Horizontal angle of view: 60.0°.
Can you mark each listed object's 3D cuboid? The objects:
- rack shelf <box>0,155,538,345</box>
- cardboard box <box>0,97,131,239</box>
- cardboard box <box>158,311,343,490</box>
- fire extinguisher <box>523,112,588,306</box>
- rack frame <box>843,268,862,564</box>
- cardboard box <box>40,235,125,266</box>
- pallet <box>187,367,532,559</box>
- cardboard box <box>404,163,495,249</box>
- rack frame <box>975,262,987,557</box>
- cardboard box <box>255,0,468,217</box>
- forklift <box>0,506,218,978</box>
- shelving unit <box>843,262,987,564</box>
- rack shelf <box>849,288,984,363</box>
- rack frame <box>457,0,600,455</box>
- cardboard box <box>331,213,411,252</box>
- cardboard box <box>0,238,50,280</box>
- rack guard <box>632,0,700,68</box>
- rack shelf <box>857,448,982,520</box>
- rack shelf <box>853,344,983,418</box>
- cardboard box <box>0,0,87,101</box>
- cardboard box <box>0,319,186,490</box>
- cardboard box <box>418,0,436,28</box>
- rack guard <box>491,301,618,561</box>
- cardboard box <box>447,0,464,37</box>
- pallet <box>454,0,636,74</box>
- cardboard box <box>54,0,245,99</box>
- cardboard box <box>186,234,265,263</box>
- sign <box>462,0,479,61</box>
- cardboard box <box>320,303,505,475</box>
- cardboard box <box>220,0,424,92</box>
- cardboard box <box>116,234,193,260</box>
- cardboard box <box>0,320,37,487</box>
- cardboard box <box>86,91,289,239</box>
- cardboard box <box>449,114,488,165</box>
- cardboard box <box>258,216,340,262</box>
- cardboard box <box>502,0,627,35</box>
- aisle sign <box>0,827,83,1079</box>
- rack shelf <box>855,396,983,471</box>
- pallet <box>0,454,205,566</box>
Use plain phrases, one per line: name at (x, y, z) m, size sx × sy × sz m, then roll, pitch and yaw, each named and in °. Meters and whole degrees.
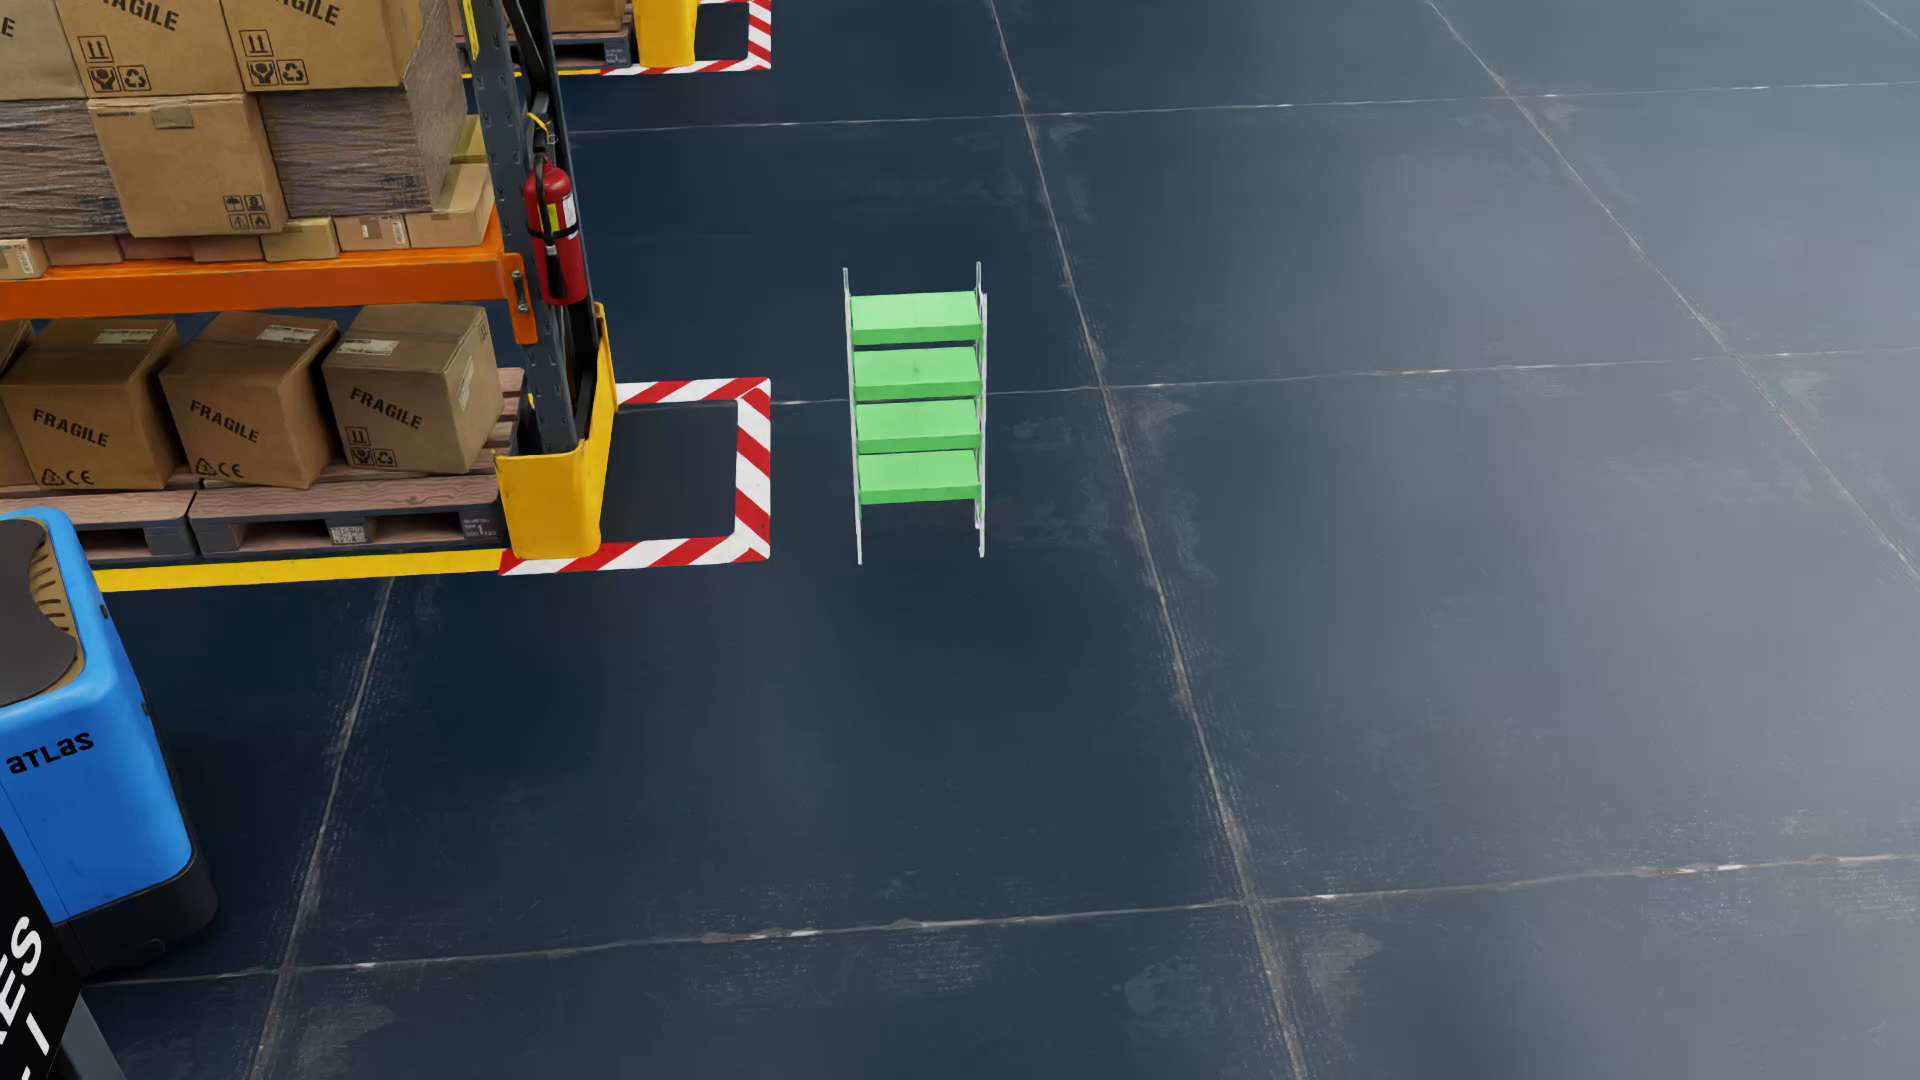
rack shelf at (-3.590, -1.075, 6.271) m, size 4.000 × 0.370 × 1.077 m, roll -3°, pitch 38°, yaw -4°
cardboard box at (-3.137, -1.507, 5.918) m, size 0.500 × 0.500 × 0.875 m, roll -3°, pitch 38°, yaw -4°
cardboard box at (-2.814, -0.572, 6.733) m, size 0.500 × 0.500 × 0.500 m, roll 6°, pitch 39°, yaw 8°
fire extinguisher at (-1.443, -1.158, 5.859) m, size 0.183 × 0.674 × 0.296 m, roll -3°, pitch 38°, yaw -4°
rack frame at (-0.408, -0.449, 6.350) m, size 0.015 × 1.200 × 0.240 m, roll -3°, pitch 38°, yaw -4°
cardboard box at (-3.107, -1.146, 5.984) m, size 0.250 × 0.149 × 0.380 m, roll -3°, pitch 38°, yaw -4°
pallet at (-2.486, -0.345, 7.017) m, size 1.213 × 0.211 × 1.003 m, roll -3°, pitch 38°, yaw -4°
cardboard box at (-1.863, -1.225, 6.084) m, size 0.250 × 0.149 × 0.380 m, roll -3°, pitch 38°, yaw -4°
rack frame at (0.078, -0.475, 6.384) m, size 0.015 × 1.200 × 0.240 m, roll -3°, pitch 38°, yaw -4°
cardboard box at (-2.148, -1.609, 6.047) m, size 0.500 × 0.500 × 0.875 m, roll -3°, pitch 38°, yaw -4°
forklift at (-3.840, 0.292, 4.014) m, size 3.031 × 2.935 × 1.130 m, roll -21°, pitch 43°, yaw -24°
shelving unit at (-0.165, -0.462, 6.367) m, size 0.503 × 1.200 × 0.258 m, roll -3°, pitch 38°, yaw -4°
rack shelf at (-0.165, -0.789, 6.109) m, size 0.480 × 0.148 × 0.258 m, roll -3°, pitch 38°, yaw -4°
rack frame at (-1.598, -1.467, 6.187) m, size 0.127 × 3.000 × 1.000 m, roll -3°, pitch 38°, yaw -4°
cardboard box at (-2.112, -1.212, 6.067) m, size 0.250 × 0.149 × 0.380 m, roll -3°, pitch 38°, yaw -4°
cardboard box at (-3.348, -1.078, 5.897) m, size 0.250 × 0.149 × 0.380 m, roll -3°, pitch 38°, yaw -4°
rack guard at (-1.912, -3.553, 10.849) m, size 0.348 × 0.500 × 1.175 m, roll -3°, pitch 38°, yaw -4°
rack shelf at (-0.165, -0.223, 6.555) m, size 0.480 × 0.148 × 0.258 m, roll -3°, pitch 38°, yaw -4°
rack shelf at (-0.165, -0.600, 6.258) m, size 0.480 × 0.148 × 0.258 m, roll -3°, pitch 38°, yaw -4°
cardboard box at (-3.119, -1.776, 5.451) m, size 0.500 × 0.500 × 0.500 m, roll -3°, pitch 38°, yaw -4°
cardboard box at (-3.439, -0.550, 6.704) m, size 0.500 × 0.500 × 0.500 m, roll 0°, pitch 38°, yaw 0°
cardboard box at (-2.170, -2.153, 5.929) m, size 0.500 × 0.500 × 0.500 m, roll -3°, pitch 38°, yaw -4°
rack guard at (-1.673, -0.481, 6.956) m, size 0.348 × 0.500 × 1.175 m, roll -3°, pitch 38°, yaw -4°
cardboard box at (-3.482, -3.736, 10.439) m, size 0.875 × 0.875 × 0.875 m, roll -4°, pitch 38°, yaw -5°
pallet at (-2.726, -3.346, 10.820) m, size 1.213 × 0.211 × 1.003 m, roll -3°, pitch 38°, yaw -4°
cardboard box at (-2.621, -1.802, 5.484) m, size 0.500 × 0.500 × 0.500 m, roll -3°, pitch 38°, yaw -4°
cardboard box at (-2.607, -1.162, 6.004) m, size 0.250 × 0.149 × 0.380 m, roll -3°, pitch 38°, yaw -4°
sign at (-1.568, -1.702, 5.295) m, size 0.005 × 0.325 × 0.100 m, roll -3°, pitch 38°, yaw -4°
cardboard box at (-2.221, -0.626, 6.801) m, size 0.500 × 0.500 × 0.500 m, roll 4°, pitch 38°, yaw 4°
cardboard box at (-2.124, -1.833, 5.523) m, size 0.500 × 0.500 × 0.500 m, roll -3°, pitch 38°, yaw -4°
cardboard box at (-2.860, -1.174, 6.019) m, size 0.250 × 0.149 × 0.380 m, roll -3°, pitch 38°, yaw -4°
cardboard box at (-3.999, -0.547, 6.700) m, size 0.500 × 0.500 × 0.500 m, roll -6°, pitch 39°, yaw -8°
cardboard box at (-2.635, -1.508, 5.919) m, size 0.500 × 0.500 × 0.875 m, roll -3°, pitch 38°, yaw -4°
cardboard box at (-1.903, -1.500, 6.432) m, size 0.250 × 0.149 × 0.380 m, roll -3°, pitch 38°, yaw -4°
cardboard box at (-2.357, -1.166, 6.009) m, size 0.250 × 0.149 × 0.380 m, roll -3°, pitch 38°, yaw -4°
cardboard box at (-2.606, -3.785, 10.502) m, size 0.875 × 0.875 × 0.875 m, roll -3°, pitch 38°, yaw -4°
aisle sign at (-1.113, 0.384, 1.743) m, size 0.004 × 0.787 × 0.394 m, roll -3°, pitch 38°, yaw -4°
rack shelf at (-0.165, -0.412, 6.406) m, size 0.480 × 0.148 × 0.258 m, roll -3°, pitch 38°, yaw -4°
pallet at (-3.698, -0.280, 6.935) m, size 1.213 × 0.211 × 1.003 m, roll -3°, pitch 38°, yaw -4°
